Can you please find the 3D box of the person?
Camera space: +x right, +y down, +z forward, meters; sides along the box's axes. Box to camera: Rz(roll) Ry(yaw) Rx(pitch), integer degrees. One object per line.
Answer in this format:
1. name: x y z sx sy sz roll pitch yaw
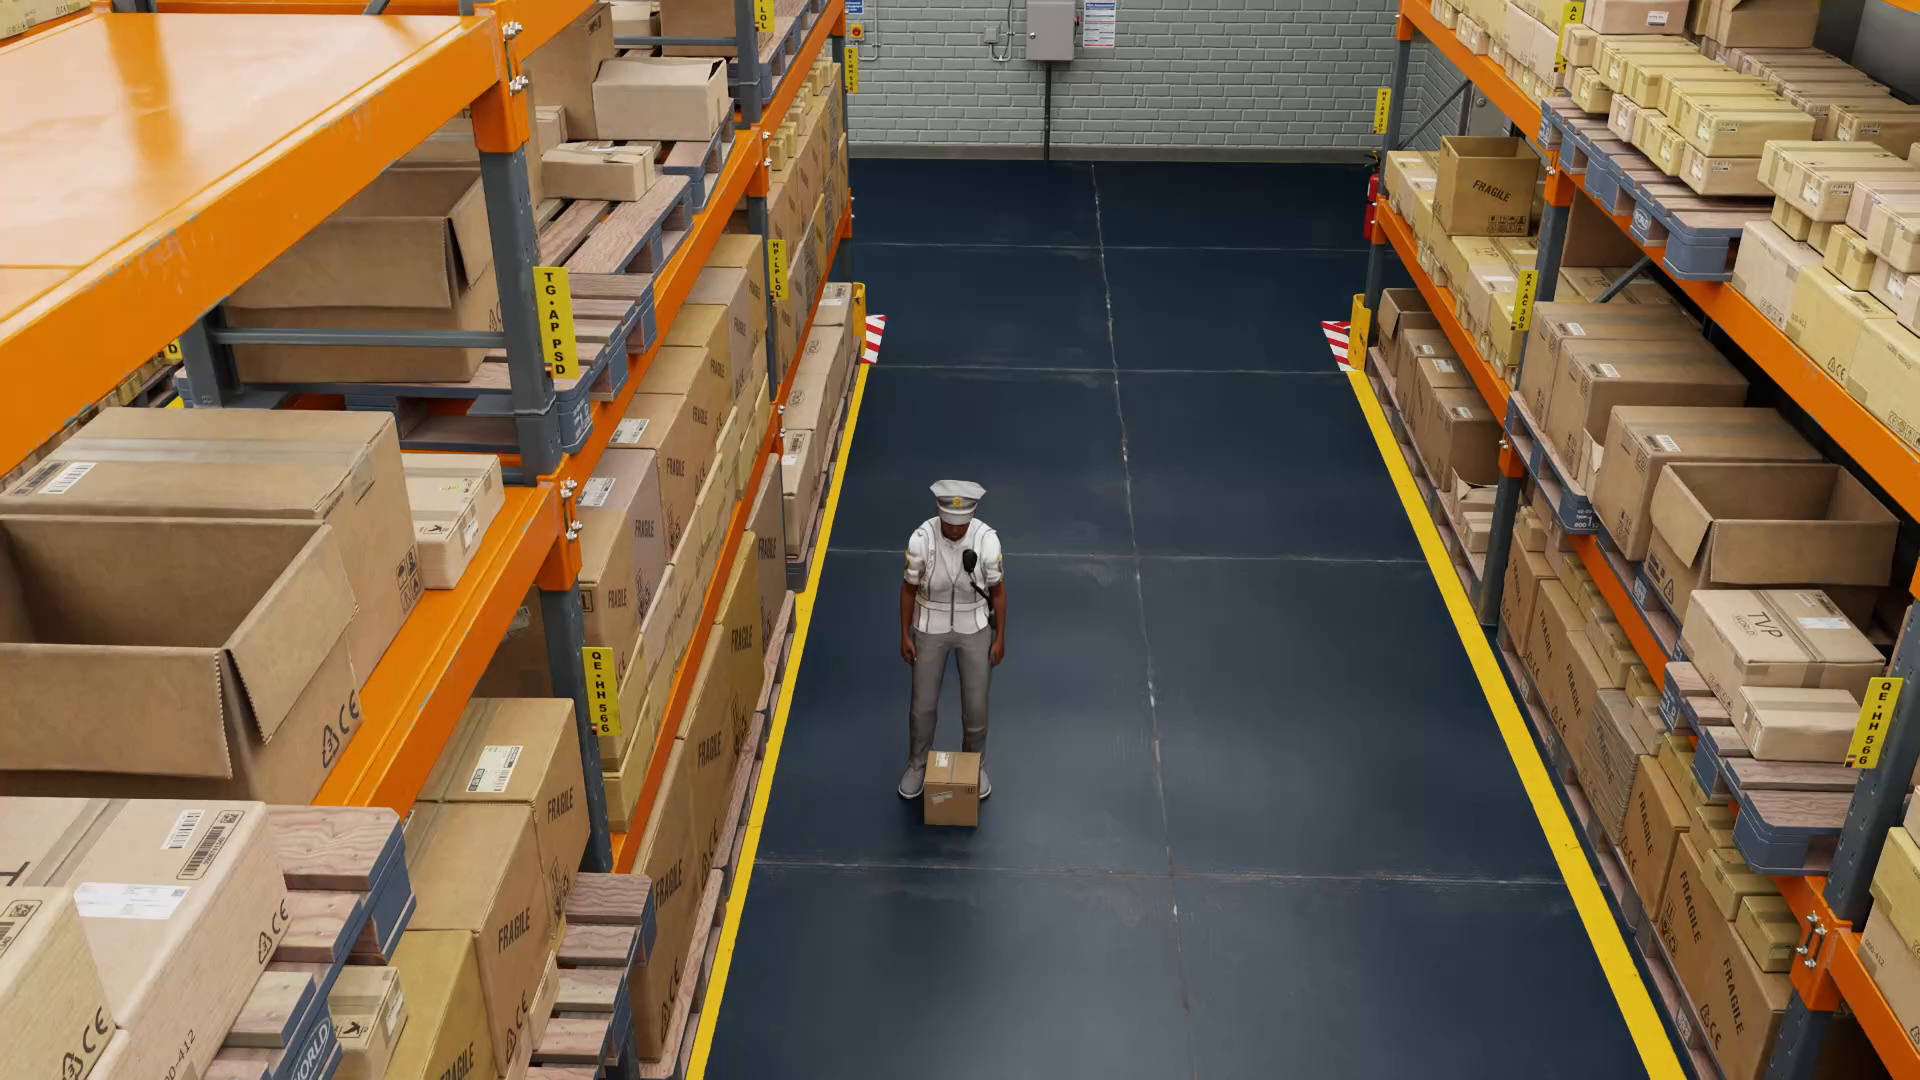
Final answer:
1. person: -0.042 0.452 7.778 0.509 1.659 0.396 1 28 2
